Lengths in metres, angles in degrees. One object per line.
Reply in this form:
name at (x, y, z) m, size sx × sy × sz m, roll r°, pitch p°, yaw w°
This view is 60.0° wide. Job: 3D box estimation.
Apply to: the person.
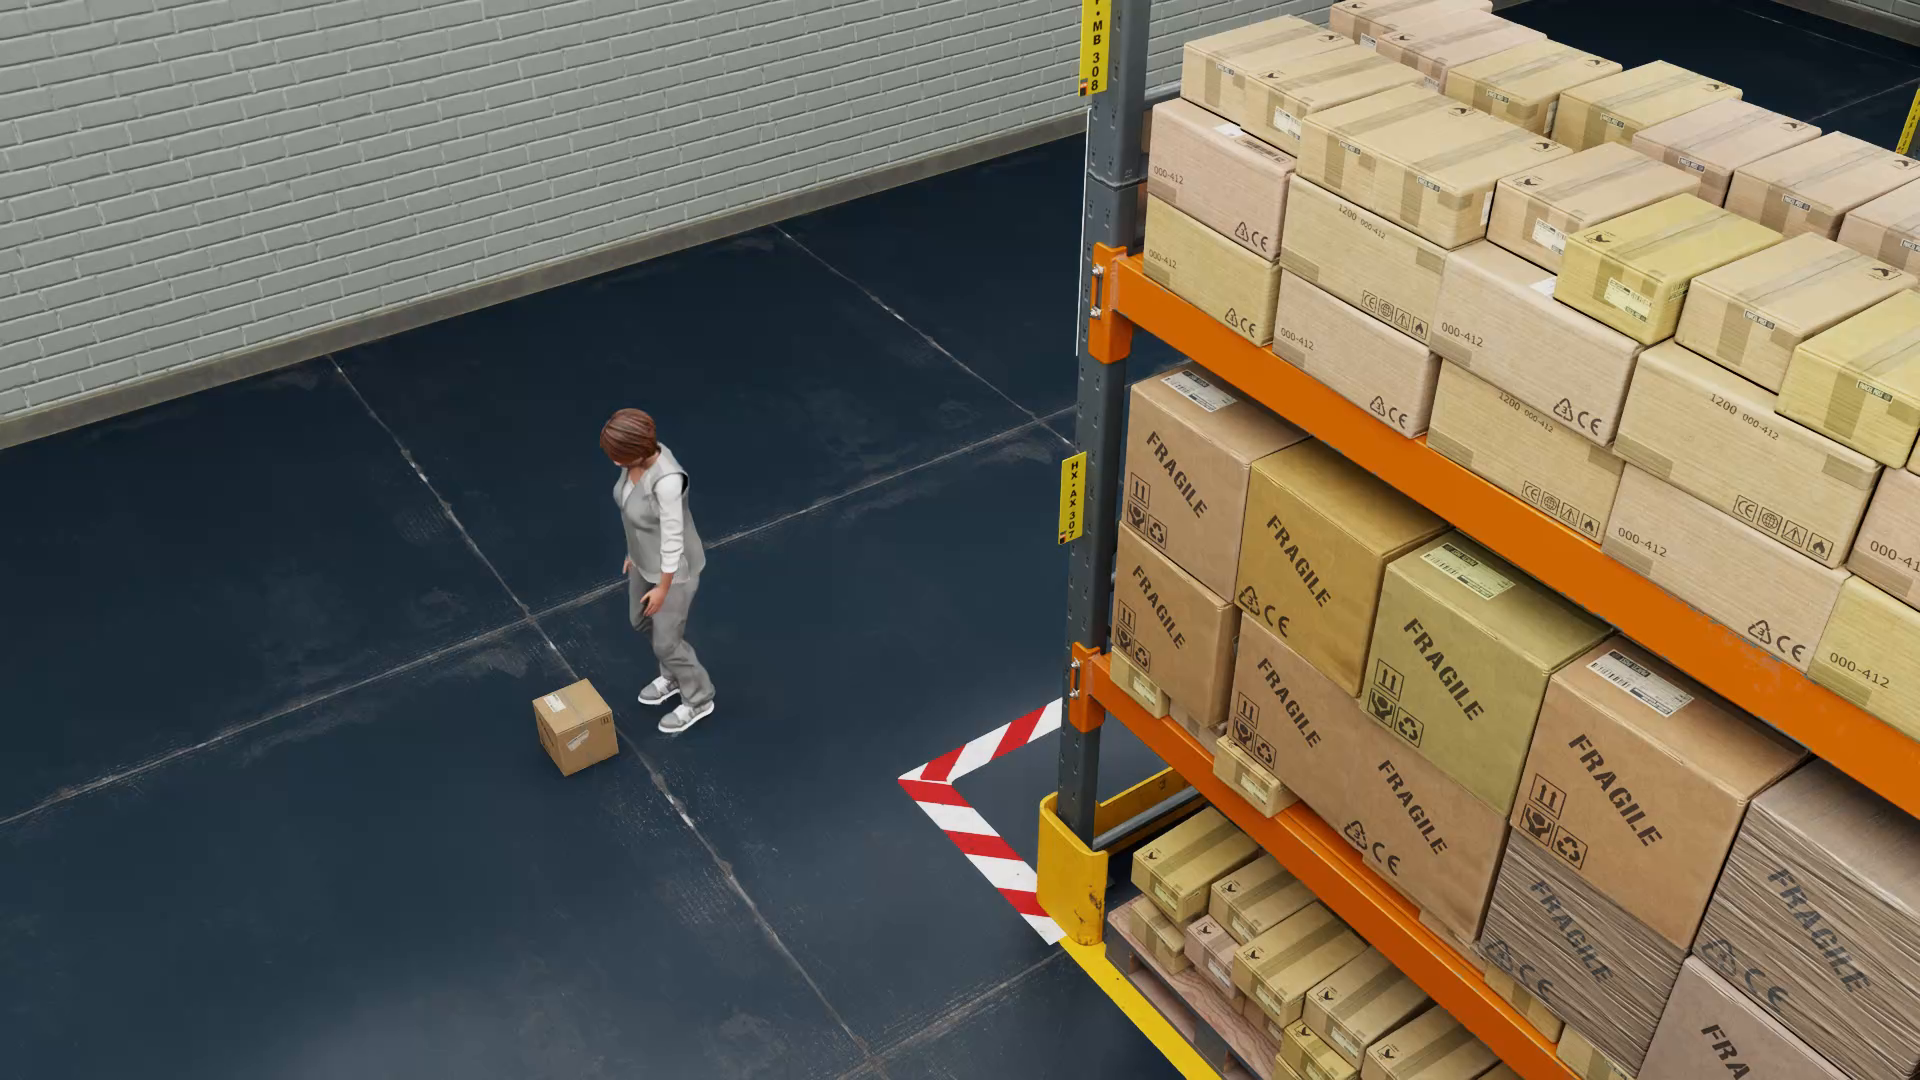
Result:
person at (-1.342, 0.464, 7.061) m, size 0.803 × 0.795 × 0.436 m, roll -23°, pitch 42°, yaw -27°
